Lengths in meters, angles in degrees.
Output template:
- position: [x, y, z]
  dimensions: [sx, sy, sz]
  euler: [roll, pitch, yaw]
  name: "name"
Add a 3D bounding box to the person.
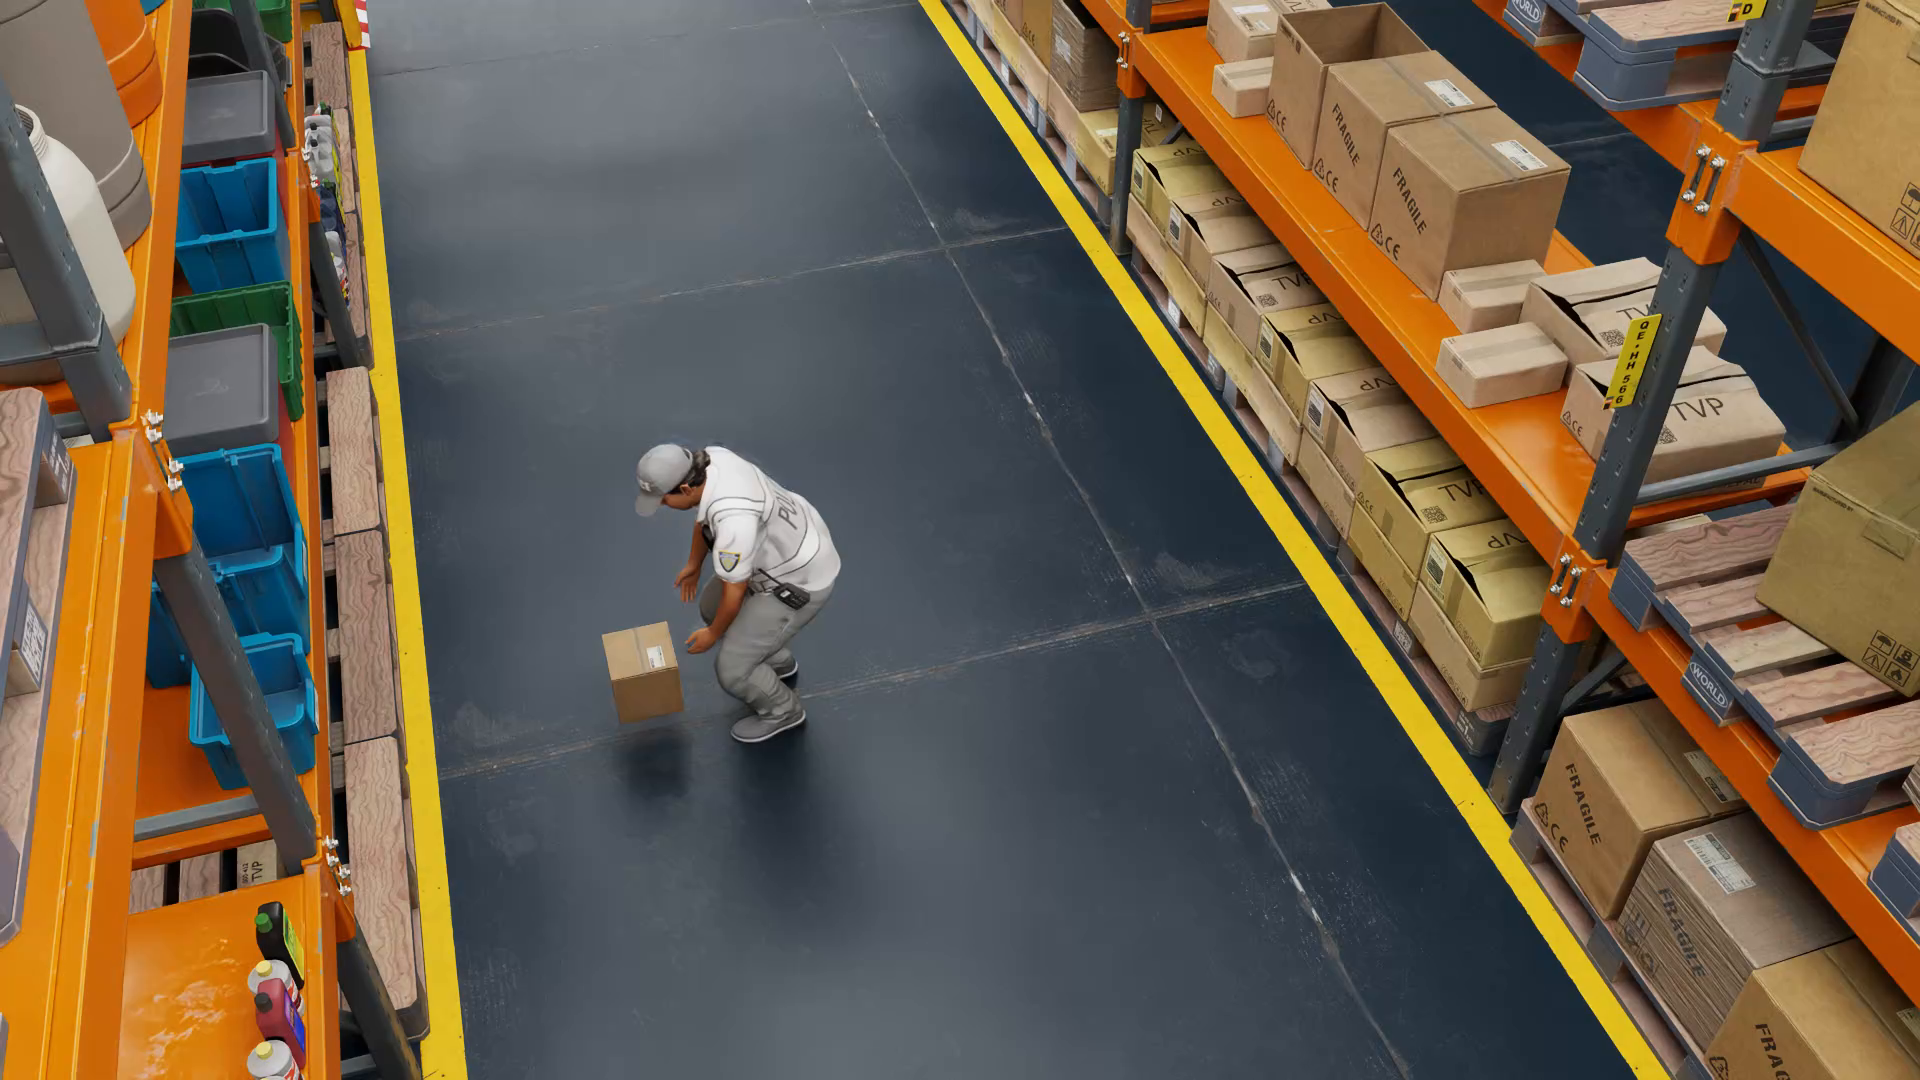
- position: [-0.796, 0.165, 6.179]
  dimensions: [0.709, 1.406, 0.533]
  euler: [-12, 44, -13]
  name: "person"
